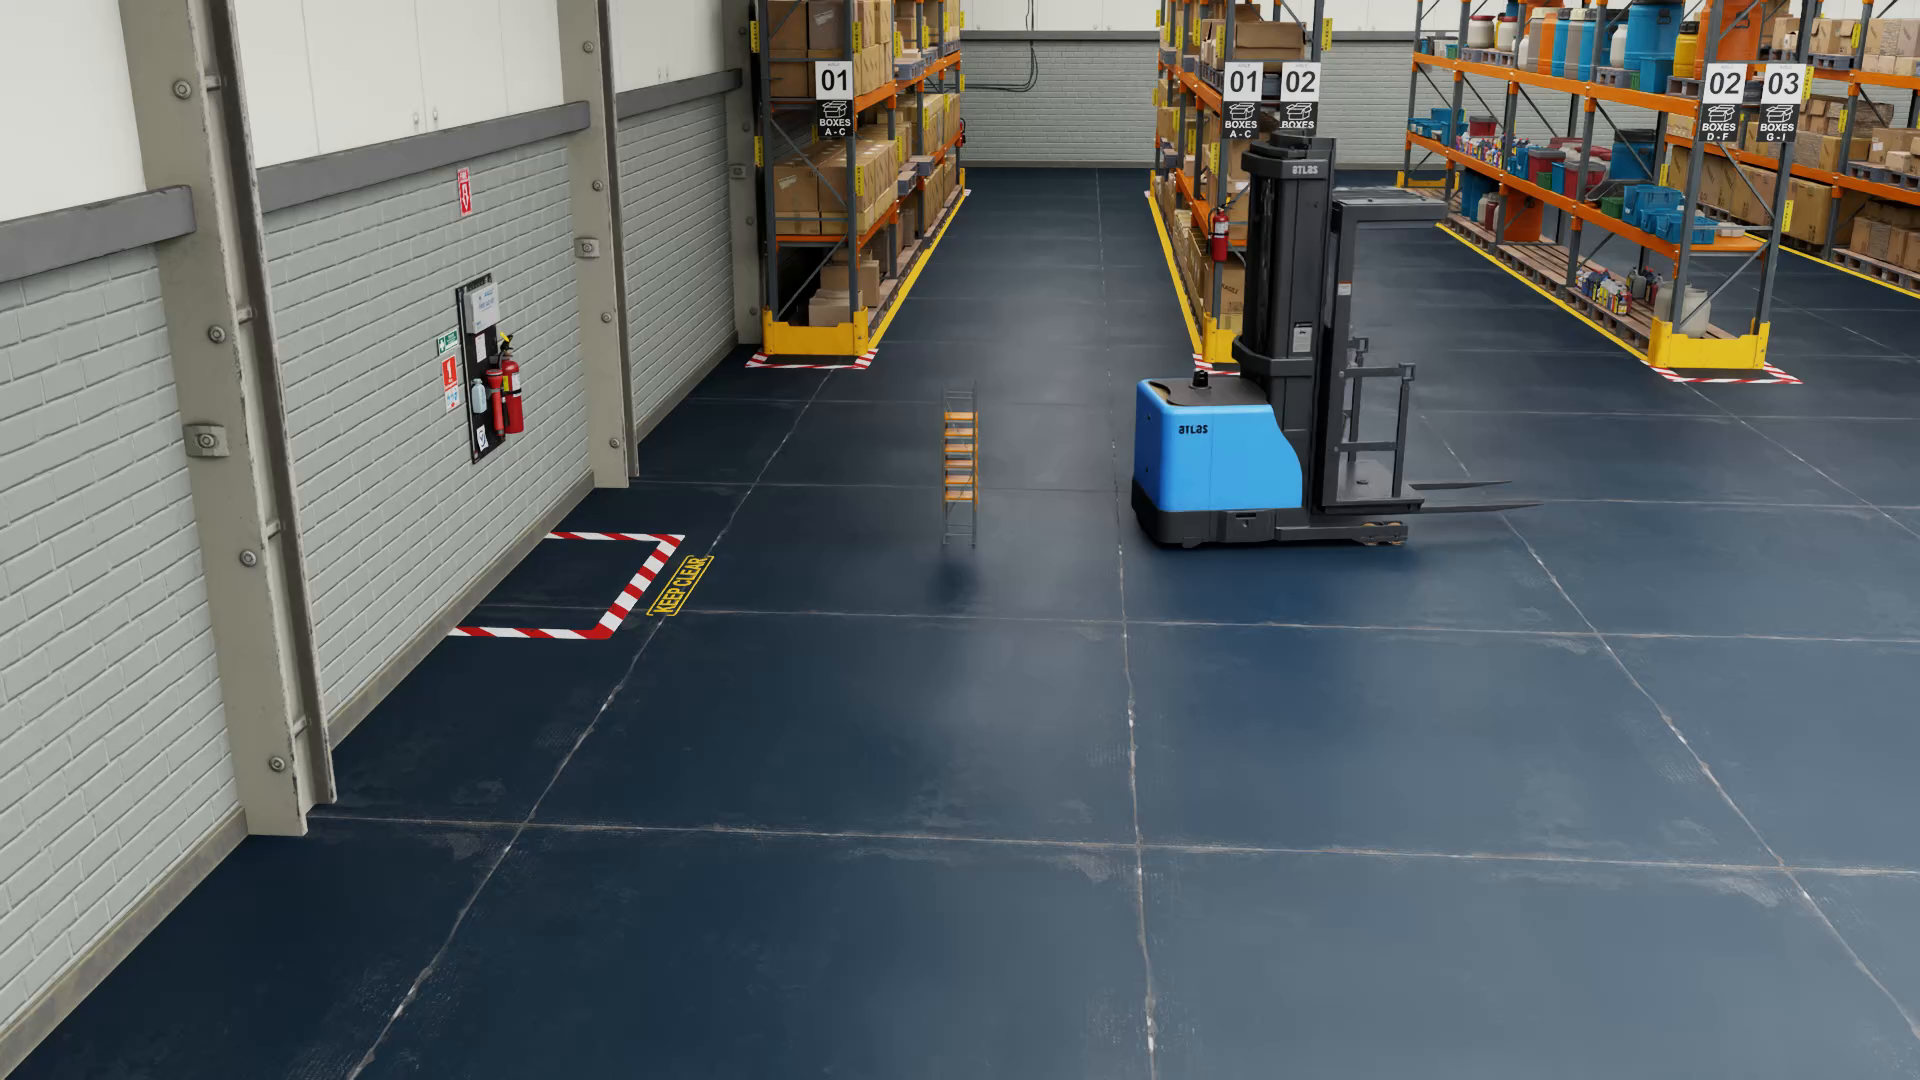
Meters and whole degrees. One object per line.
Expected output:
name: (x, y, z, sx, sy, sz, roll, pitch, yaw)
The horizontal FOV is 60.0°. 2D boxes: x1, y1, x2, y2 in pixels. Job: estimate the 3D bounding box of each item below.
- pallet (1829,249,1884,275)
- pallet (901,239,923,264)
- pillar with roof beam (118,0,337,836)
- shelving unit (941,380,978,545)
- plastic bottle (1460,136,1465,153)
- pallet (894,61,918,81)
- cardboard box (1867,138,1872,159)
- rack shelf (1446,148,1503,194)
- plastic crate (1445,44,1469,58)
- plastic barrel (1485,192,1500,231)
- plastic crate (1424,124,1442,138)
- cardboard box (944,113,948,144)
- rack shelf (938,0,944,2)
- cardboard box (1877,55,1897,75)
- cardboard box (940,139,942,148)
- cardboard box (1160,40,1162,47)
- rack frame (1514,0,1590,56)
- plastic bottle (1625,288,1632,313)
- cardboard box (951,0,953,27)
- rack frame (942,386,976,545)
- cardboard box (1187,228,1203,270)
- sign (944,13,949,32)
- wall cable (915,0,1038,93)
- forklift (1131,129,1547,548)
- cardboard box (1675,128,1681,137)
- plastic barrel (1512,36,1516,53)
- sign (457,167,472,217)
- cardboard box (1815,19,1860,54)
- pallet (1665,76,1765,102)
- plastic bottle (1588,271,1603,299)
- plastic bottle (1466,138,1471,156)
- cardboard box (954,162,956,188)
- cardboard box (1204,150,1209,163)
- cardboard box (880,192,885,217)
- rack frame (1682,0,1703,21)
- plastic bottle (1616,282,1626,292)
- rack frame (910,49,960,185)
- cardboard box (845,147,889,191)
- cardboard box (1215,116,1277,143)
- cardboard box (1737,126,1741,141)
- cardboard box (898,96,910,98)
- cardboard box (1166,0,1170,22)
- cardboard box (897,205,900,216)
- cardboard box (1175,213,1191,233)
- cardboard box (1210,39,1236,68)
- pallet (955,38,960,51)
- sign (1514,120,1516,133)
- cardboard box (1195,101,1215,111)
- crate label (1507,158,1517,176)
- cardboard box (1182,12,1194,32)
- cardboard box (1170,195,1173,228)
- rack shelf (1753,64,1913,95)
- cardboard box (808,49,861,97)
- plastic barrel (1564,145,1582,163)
pallet: (13.690, -4.133, 24.696, 1.003, 0.211, 1.213, 1, 18, 4)
pallet: (-1.131, -4.464, 25.709, 1.003, 0.211, 1.213, 1, 18, 4)
pillar with roof beam: (0.974, -2.812, 6.553, 9.100, 9.000, 0.400, 1, 18, 4)
shelving unit: (-0.001, -0.566, 12.222, 0.258, 1.200, 0.189, 1, 18, 4)
plastic bottle: (8.636, -6.780, 28.504, 0.097, 0.271, 0.097, 0, 18, 0)
pallet: (-1.210, -6.315, 22.364, 1.213, 0.211, 1.003, 1, 18, 4)
cardboard box: (14.054, -5.893, 25.429, 0.500, 0.500, 0.500, 2, 18, 6)
rack shelf: (8.951, -6.090, 27.348, 1.077, 0.370, 4.000, 1, 18, 4)
plastic crate: (8.841, -8.689, 29.575, 0.416, 0.233, 0.300, 1, 18, 4)
plastic barrel: (8.907, -5.368, 27.185, 0.600, 0.588, 0.708, 1, 18, 4)
plastic crate: (8.919, -7.673, 31.195, 0.416, 0.233, 0.300, 1, 18, 4)
cardboard box: (-0.732, -7.585, 30.273, 0.980, 0.700, 0.700, 2, 18, 5)
rack shelf: (-0.930, -8.972, 27.151, 1.077, 0.370, 4.000, 1, 18, 4)
cardboard box: (13.423, -6.755, 23.644, 0.500, 0.250, 0.500, 2, 18, 5)
cardboard box: (-0.523, -6.974, 29.262, 0.380, 0.149, 0.250, 2, 18, 5)
cardboard box: (4.102, -9.453, 31.877, 0.500, 0.250, 0.500, 1, 18, 4)
rack frame: (8.808, -8.662, 24.406, 1.000, 3.000, 0.127, 1, 18, 4)
plastic bottle: (8.080, -2.900, 20.113, 0.061, 0.283, 0.133, 1, 18, 4)
cardboard box: (-0.396, -9.761, 30.778, 0.500, 0.500, 0.500, 1, 18, 4)
rack frame: (-0.008, -0.537, 12.136, 0.240, 1.200, 0.006, 1, 18, 4)
cardboard box: (3.235, -3.793, 21.717, 0.500, 0.500, 0.500, 1, 18, 4)
sign: (-0.245, -9.086, 29.182, 0.100, 0.325, 0.005, 1, 18, 4)
wall cable: (0.262, -11.641, 38.484, 3.097, 2.526, 0.112, 1, 18, 4)
forklift: (2.889, -1.510, 12.324, 3.031, 2.935, 1.130, -2, 18, -6)
cardboard box: (13.932, -7.804, 31.824, 0.380, 0.149, 0.250, 1, 18, 3)
plastic barrel: (8.738, -7.707, 25.855, 0.301, 0.262, 0.301, 0, 18, 0)
sign: (-3.205, -2.255, 10.766, 0.001, 0.298, 0.199, 1, 18, 4)
cardboard box: (13.694, -7.834, 25.862, 0.500, 0.500, 0.500, 2, 18, 7)
pallet: (8.391, -4.917, 18.097, 1.003, 0.211, 1.213, 1, 18, 4)
plastic bottle: (8.036, -3.219, 20.977, 0.144, 0.351, 0.185, 1, 18, 2)
plastic bottle: (8.579, -6.618, 27.989, 0.061, 0.283, 0.133, 1, 18, 4)
cardboard box: (-0.451, -7.309, 33.251, 0.700, 0.500, 0.500, 1, 18, 4)
cardboard box: (3.368, -4.957, 21.532, 0.380, 0.149, 0.250, 1, 18, 4)
cardboard box: (-1.192, -4.107, 20.348, 0.500, 0.250, 0.500, 1, 18, 4)
rack frame: (14.321, -11.036, 31.651, 1.000, 3.000, 0.127, 1, 18, 4)
plastic bottle: (8.155, -3.056, 20.599, 0.152, 0.276, 0.135, 1, 18, 4)
rack frame: (-0.500, -8.517, 33.598, 1.000, 3.000, 0.127, 1, 18, 4)
cardboard box: (-1.163, -4.619, 20.708, 0.500, 0.500, 0.500, 1, 18, 2)
cardboard box: (3.484, -4.894, 20.297, 0.700, 0.500, 0.500, 1, 18, 4)
cardboard box: (13.805, -7.156, 29.207, 0.500, 0.250, 0.500, 1, 18, 3)
cardboard box: (-1.111, -7.530, 28.710, 0.500, 0.250, 0.500, 1, 18, 5)
cardboard box: (4.300, -10.042, 31.669, 0.700, 0.500, 0.500, 1, 18, 4)
cardboard box: (-1.177, -5.009, 24.997, 0.500, 0.250, 0.500, 2, 18, 5)
cardboard box: (3.508, -4.763, 24.982, 0.500, 0.311, 0.500, 1, 18, 3)
cardboard box: (3.153, -5.623, 19.194, 0.500, 0.311, 0.500, 3, 18, 10)
pallet: (-0.543, -9.669, 32.441, 1.003, 0.211, 1.213, 1, 18, 4)
sign: (9.643, -7.172, 29.049, 0.100, 0.325, 0.005, 1, 18, 4)
cardboard box: (4.469, -7.828, 29.729, 0.500, 0.500, 0.500, 2, 18, 5)
crate label: (8.404, -5.609, 24.992, 0.303, 0.233, 0.416, 1, 18, 4)
cardboard box: (3.952, -8.316, 27.172, 0.600, 0.600, 0.600, 1, 18, 2)
cardboard box: (3.738, -5.400, 27.395, 0.500, 0.500, 0.500, 1, 18, 2)
rack shelf: (13.891, -7.405, 26.543, 1.077, 0.370, 4.000, 1, 18, 4)
cardboard box: (-1.374, -5.128, 18.246, 0.500, 0.500, 0.500, 2, 18, 5)
plastic barrel: (8.917, -5.409, 23.934, 0.421, 0.512, 0.421, 0, 18, 0)
